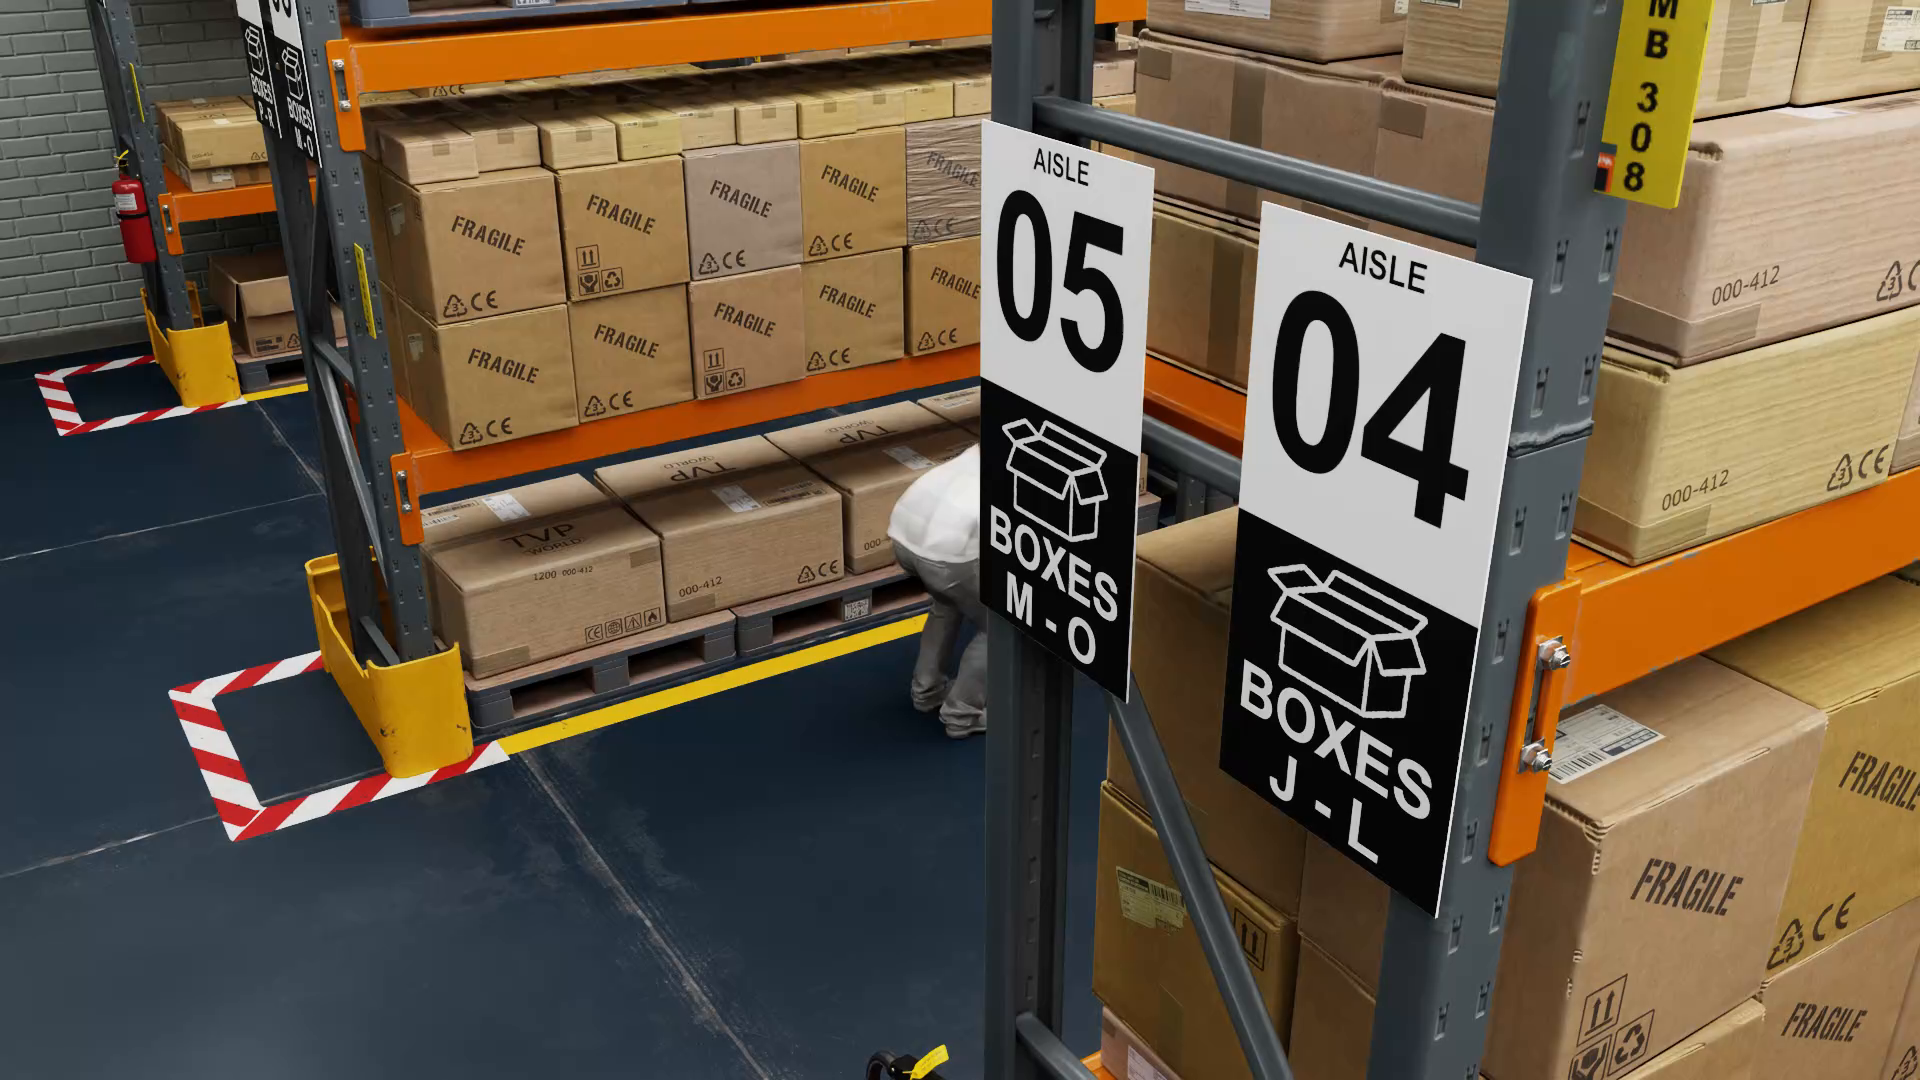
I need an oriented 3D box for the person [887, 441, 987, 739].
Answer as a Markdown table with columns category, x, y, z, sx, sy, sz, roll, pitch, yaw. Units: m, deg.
| category | x | y | z | sx | sy | sz | roll | pitch | yaw |
| --- | --- | --- | --- | --- | --- | --- | --- | --- | --- |
| person | 0.160 | 0.106 | 6.927 | 0.959 | 1.286 | 0.483 | -17 | 30 | -32 |
